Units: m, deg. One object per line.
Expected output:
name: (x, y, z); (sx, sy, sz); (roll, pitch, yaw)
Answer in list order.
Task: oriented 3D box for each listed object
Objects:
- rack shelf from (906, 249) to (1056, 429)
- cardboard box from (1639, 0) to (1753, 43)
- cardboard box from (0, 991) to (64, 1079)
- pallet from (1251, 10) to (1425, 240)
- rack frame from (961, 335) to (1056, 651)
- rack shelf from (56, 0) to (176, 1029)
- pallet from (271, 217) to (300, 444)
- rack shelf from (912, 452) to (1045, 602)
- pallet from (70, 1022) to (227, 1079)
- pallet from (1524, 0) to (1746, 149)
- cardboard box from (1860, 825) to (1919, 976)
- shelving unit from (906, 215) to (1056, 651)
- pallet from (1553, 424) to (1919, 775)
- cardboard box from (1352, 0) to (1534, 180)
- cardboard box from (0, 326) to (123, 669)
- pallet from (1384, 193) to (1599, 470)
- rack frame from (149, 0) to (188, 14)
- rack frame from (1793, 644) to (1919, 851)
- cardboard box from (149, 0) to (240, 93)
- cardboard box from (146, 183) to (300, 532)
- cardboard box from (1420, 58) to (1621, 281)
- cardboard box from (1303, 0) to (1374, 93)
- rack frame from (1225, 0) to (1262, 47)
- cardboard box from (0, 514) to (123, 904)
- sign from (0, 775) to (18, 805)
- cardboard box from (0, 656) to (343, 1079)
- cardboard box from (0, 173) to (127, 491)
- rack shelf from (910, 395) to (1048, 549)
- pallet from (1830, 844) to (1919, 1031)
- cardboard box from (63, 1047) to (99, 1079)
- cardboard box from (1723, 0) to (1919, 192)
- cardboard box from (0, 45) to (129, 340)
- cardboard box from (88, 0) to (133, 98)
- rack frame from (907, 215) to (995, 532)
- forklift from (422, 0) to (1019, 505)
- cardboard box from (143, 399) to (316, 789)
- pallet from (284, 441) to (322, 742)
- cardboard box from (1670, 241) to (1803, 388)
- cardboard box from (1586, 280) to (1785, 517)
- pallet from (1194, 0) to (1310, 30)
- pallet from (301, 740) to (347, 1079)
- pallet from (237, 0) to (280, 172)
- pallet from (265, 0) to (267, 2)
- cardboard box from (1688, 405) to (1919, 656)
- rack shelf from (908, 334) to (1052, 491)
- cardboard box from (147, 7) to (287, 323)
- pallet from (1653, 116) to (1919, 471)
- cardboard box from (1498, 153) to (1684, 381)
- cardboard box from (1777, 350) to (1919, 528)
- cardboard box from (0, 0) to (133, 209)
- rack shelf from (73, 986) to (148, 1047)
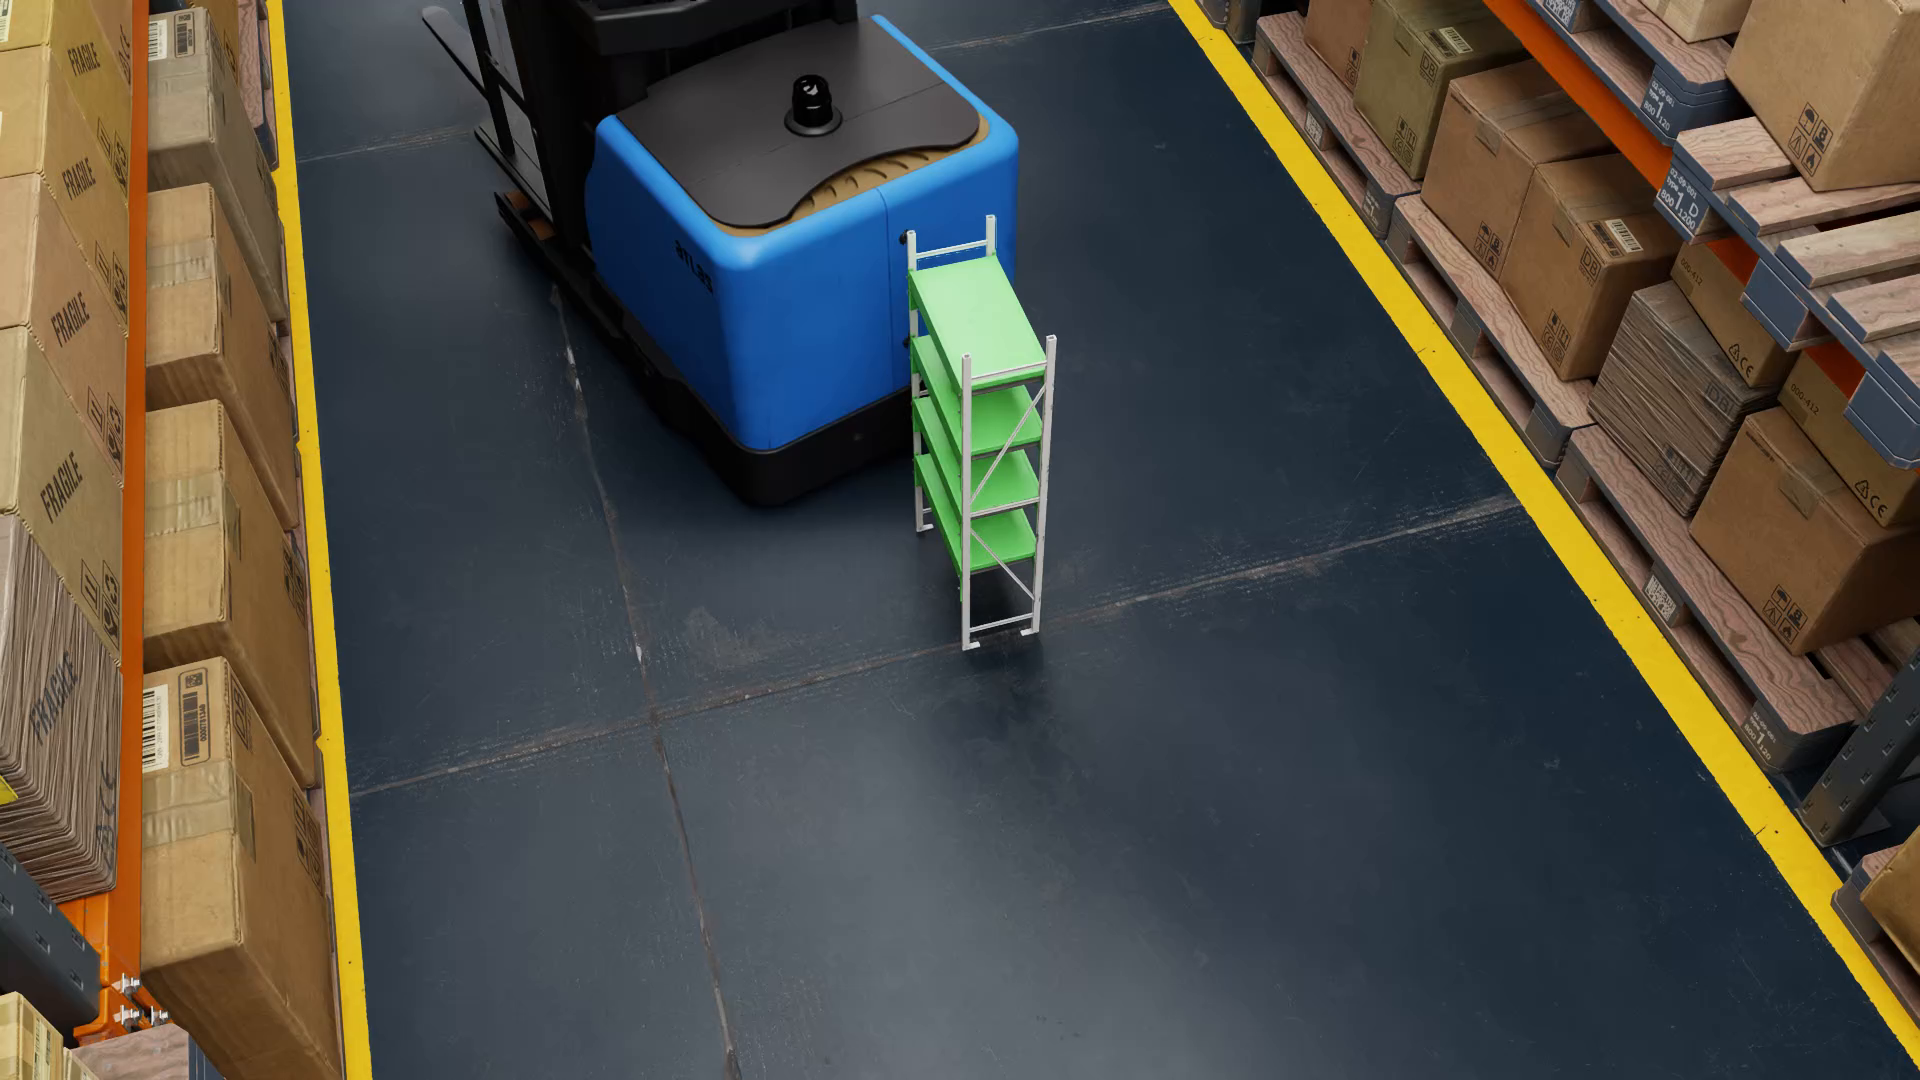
rack shelf: (0.049, -0.534, 4.371); (0.258, 0.148, 0.480); (-13, 51, -11)
cardboard box: (2.055, -1.528, 4.389); (0.396, 0.266, 0.258); (-15, 51, -12)
cardboard box: (-1.379, 0.777, 2.134); (0.380, 0.149, 0.250); (-15, 52, -12)
pallet: (1.855, -1.733, 6.573); (1.003, 0.211, 1.213); (-13, 51, -11)
rack frame: (0.121, -0.088, 4.539); (0.240, 1.200, 0.015); (-13, 51, -11)
rack shelf: (-2.553, -0.460, 4.147); (1.077, 0.370, 4.000); (-13, 51, -11)
pallet: (-2.845, -0.708, 5.708); (1.003, 0.211, 1.213); (-13, 51, -11)
rack shelf: (0.049, -0.070, 4.922); (0.258, 0.148, 0.480); (-13, 51, -11)
pallet: (-1.649, 1.327, 2.295); (1.213, 0.211, 1.003); (-13, 51, -11)
pallet: (2.182, -1.654, 4.808); (1.003, 0.211, 1.213); (-13, 51, -11)
cardboard box: (2.990, 0.779, 3.746); (1.225, 0.875, 0.875); (-15, 52, -13)
shelving unit: (0.049, -0.266, 4.689); (0.258, 1.200, 0.503); (-13, 51, -11)
pallet: (2.576, 0.049, 5.071); (1.003, 0.211, 1.213); (-13, 51, -11)
cardboard box: (1.907, -1.731, 6.094); (0.700, 0.500, 0.500); (-14, 51, -11)
cardboard box: (-1.990, -0.023, 3.242); (0.500, 0.500, 0.500); (-14, 51, -11)
pallet: (2.219, -0.841, 5.821); (1.003, 0.211, 1.213); (-13, 51, -11)
rack frame: (-3.145, -2.153, 5.103); (1.000, 3.000, 0.127); (-13, 51, -11)
rack frame: (2.806, -0.279, 3.523); (1.000, 3.000, 0.127); (-13, 51, -11)
cardboard box: (-3.264, -2.079, 6.155); (0.875, 0.875, 0.875); (-13, 51, -10)
cardboard box: (-2.594, -0.425, 4.843); (1.050, 0.750, 0.750); (-13, 51, -11)
cardboard box: (2.073, -1.322, 5.750); (0.700, 0.500, 0.500); (-17, 52, -14)
cardboard box: (1.784, -2.083, 6.392); (0.700, 0.500, 0.500); (-17, 52, -14)
rack frame: (1.623, -3.201, 5.986); (1.000, 3.000, 0.127); (-13, 51, -11)
cardboard box: (-1.837, 0.347, 2.930); (0.500, 0.500, 0.500); (-13, 51, -11)
sign: (-1.446, 0.291, 2.337); (0.100, 0.325, 0.005); (-13, 51, -11)
cardboard box: (-2.056, 0.893, 3.732); (1.050, 0.750, 0.750); (-14, 51, -11)
cardboard box: (-2.139, -0.392, 3.553); (0.500, 0.500, 0.500); (-13, 51, -11)
rack shelf: (0.049, -0.225, 4.738); (0.258, 0.148, 0.480); (-13, 51, -11)
pallet: (2.967, 1.213, 4.090); (1.003, 0.211, 1.213); (-13, 51, -11)
cardboard box: (-1.381, 0.876, 2.245); (0.380, 0.149, 0.250); (-12, 51, -10)
cardboard box: (2.348, -1.217, 3.974); (0.700, 0.500, 0.500); (-7, 50, -6)
cardboard box: (-2.284, -0.756, 3.860); (0.500, 0.500, 0.500); (-14, 51, -11)
cardboard box: (-2.586, -1.495, 4.483); (0.500, 0.500, 0.500); (-14, 51, -11)
rack frame: (-0.023, -0.444, 4.840); (0.240, 1.200, 0.015); (-13, 51, -11)
forklift: (-1.061, -2.155, 5.150); (1.130, 2.935, 3.031); (-28, 55, -22)
cardboard box: (-2.318, 0.255, 4.270); (1.050, 0.750, 0.750); (-13, 51, -10)
pallet: (-2.480, 0.185, 4.956); (1.003, 0.211, 1.213); (-13, 51, -11)
cardboard box: (2.413, -0.725, 4.756); (0.500, 0.250, 0.500); (-8, 50, -7)
cardboard box: (2.413, -0.502, 5.059); (0.700, 0.500, 0.500); (-17, 52, -14)
pallet: (1.391, -2.784, 7.459); (1.003, 0.211, 1.213); (-13, 51, -11)
pallet: (-2.123, 1.074, 4.206); (1.003, 0.211, 1.213); (-13, 51, -11)
pallet: (-3.295, -1.827, 6.652); (1.003, 0.211, 1.213); (-13, 51, -11)
pallet: (-3.659, -2.720, 7.405); (1.003, 0.211, 1.213); (-13, 51, -11)
cardboard box: (2.589, -0.100, 4.720); (0.700, 0.500, 0.500); (-16, 52, -13)
rack shelf: (0.049, -0.379, 4.555); (0.258, 0.148, 0.480); (-13, 51, -11)
cardboard box: (-2.875, -1.130, 5.438); (1.050, 0.750, 0.750); (-14, 51, -11)
pallet: (2.494, -0.714, 4.015); (1.213, 0.211, 1.003); (-13, 51, -11)
cardboard box: (2.238, -0.915, 5.406); (0.700, 0.500, 0.500); (-9, 51, -8)
cardboard box: (2.579, -0.339, 4.431); (0.500, 0.250, 0.500); (-11, 51, -9)
cardboard box: (-2.436, -1.126, 4.172); (0.500, 0.500, 0.500); (-13, 51, -11)
rack shelf: (-1.370, 2.461, 1.684); (1.077, 0.370, 4.000); (-13, 51, -11)
